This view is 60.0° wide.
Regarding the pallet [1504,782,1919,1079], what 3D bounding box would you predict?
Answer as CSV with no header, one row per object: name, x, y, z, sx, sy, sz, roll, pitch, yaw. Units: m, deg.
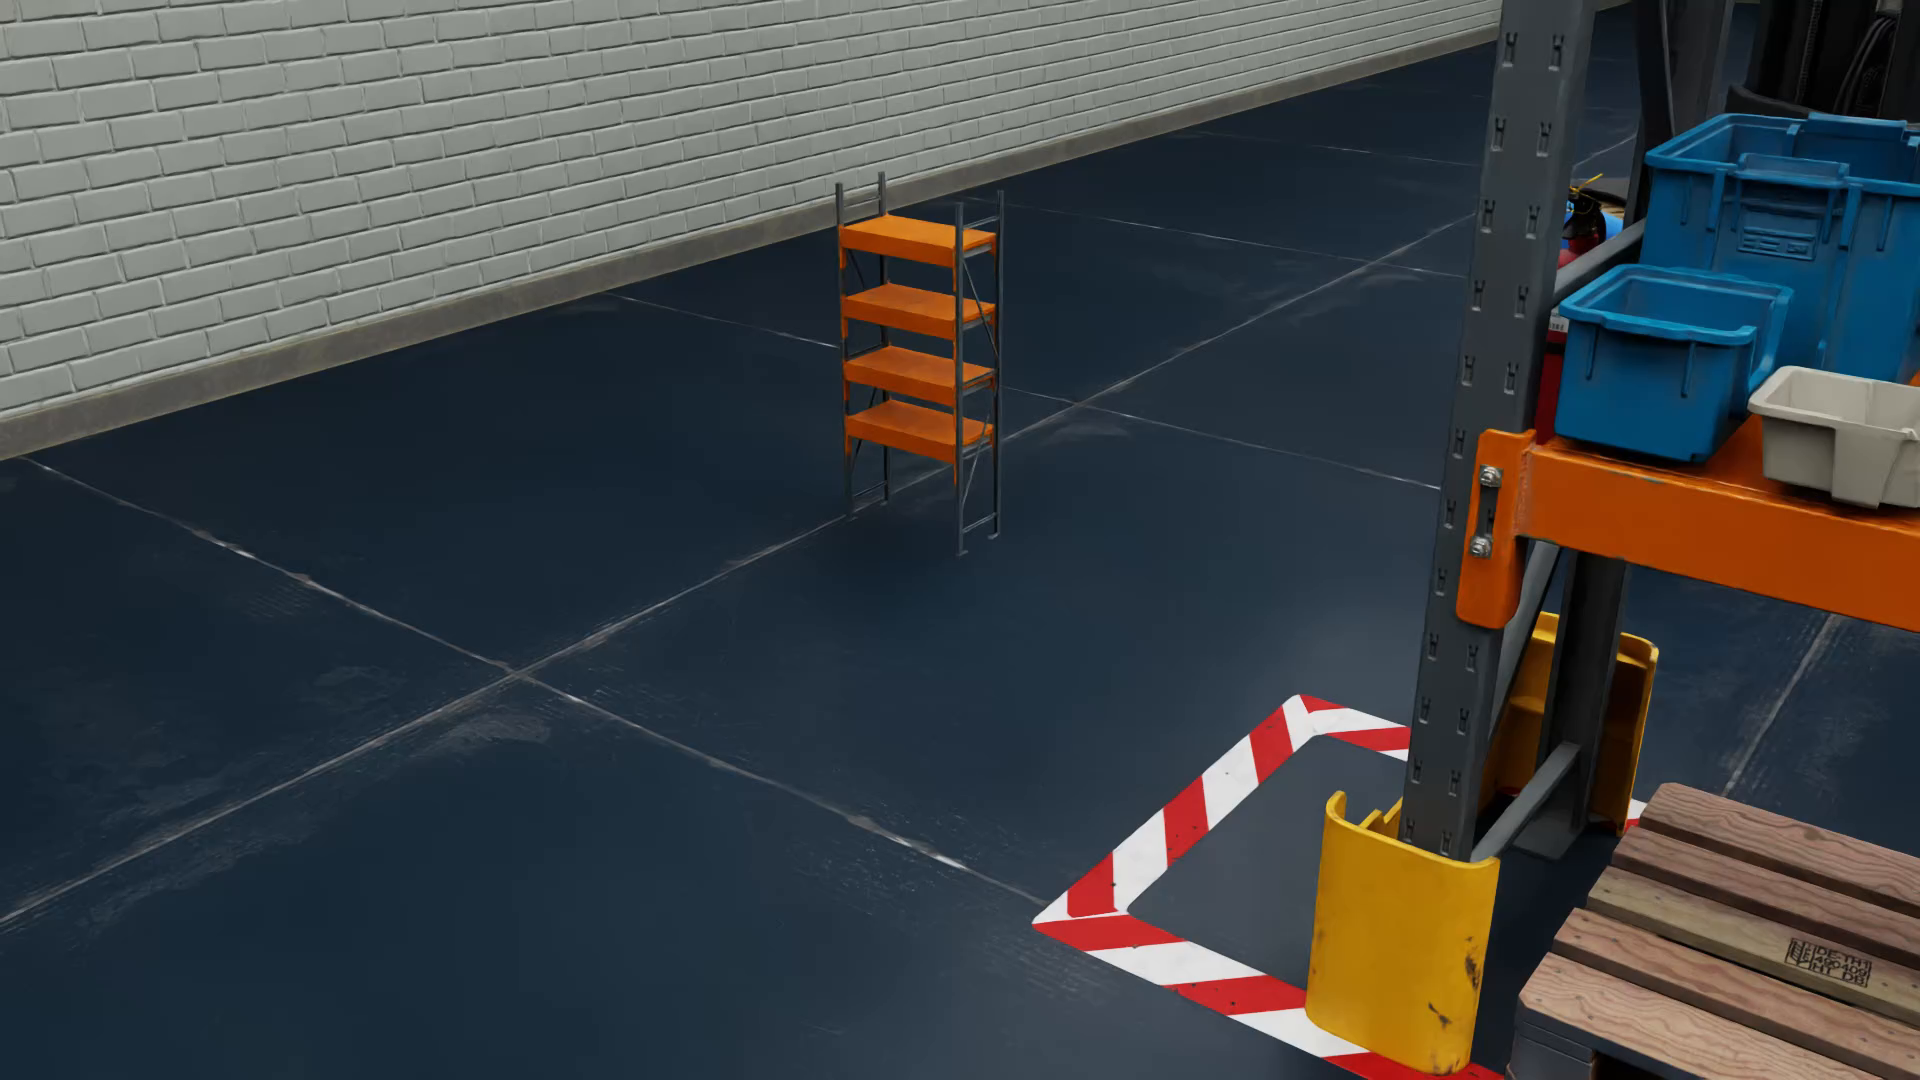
pallet,1.852,0.969,3.289,1.213,0.211,1.003,17,29,33

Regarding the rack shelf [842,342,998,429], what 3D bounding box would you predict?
rack shelf,-0.132,-0.528,5.626,0.480,0.148,0.258,17,29,33

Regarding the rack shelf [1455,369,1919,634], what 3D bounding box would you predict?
rack shelf,2.815,0.294,2.256,4.000,0.370,1.077,17,29,33

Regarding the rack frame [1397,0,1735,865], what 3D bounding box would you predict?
rack frame,1.215,-0.519,3.208,0.127,3.000,1.000,17,29,33

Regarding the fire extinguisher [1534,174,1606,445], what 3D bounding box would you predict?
fire extinguisher,1.367,-0.496,3.715,0.183,0.674,0.296,17,29,33

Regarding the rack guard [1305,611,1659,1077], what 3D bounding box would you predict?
rack guard,1.188,0.623,3.716,0.348,0.500,1.175,17,29,33

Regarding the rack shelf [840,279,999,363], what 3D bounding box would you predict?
rack shelf,-0.132,-0.732,5.536,0.480,0.148,0.258,17,29,33

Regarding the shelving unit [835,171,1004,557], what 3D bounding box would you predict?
shelving unit,-0.132,-0.589,5.599,0.503,1.200,0.258,17,29,33

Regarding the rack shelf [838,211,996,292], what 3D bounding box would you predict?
rack shelf,-0.132,-0.949,5.441,0.480,0.148,0.258,17,29,33

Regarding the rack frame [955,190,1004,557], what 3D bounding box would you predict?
rack frame,0.063,-0.530,5.465,0.015,1.200,0.240,17,29,33

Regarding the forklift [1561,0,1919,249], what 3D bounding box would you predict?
forklift,3.584,-1.576,5.691,3.031,2.935,1.130,-4,24,-8

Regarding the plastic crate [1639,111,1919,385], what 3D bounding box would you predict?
plastic crate,1.595,-0.542,3.142,0.499,0.435,0.616,17,29,33

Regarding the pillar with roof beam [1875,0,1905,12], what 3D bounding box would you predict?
pillar with roof beam,8.904,-9.216,15.506,0.400,9.000,9.100,17,29,33

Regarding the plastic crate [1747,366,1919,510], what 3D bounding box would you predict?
plastic crate,1.422,-0.156,2.636,0.298,0.136,0.250,17,29,33

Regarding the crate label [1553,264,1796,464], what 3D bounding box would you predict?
crate label,1.215,-0.304,2.853,0.303,0.233,0.416,17,29,33

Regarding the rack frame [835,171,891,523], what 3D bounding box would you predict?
rack frame,-0.328,-0.648,5.733,0.015,1.200,0.240,17,29,33

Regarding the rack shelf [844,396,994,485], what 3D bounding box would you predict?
rack shelf,-0.132,-0.346,5.706,0.480,0.148,0.258,17,29,33
